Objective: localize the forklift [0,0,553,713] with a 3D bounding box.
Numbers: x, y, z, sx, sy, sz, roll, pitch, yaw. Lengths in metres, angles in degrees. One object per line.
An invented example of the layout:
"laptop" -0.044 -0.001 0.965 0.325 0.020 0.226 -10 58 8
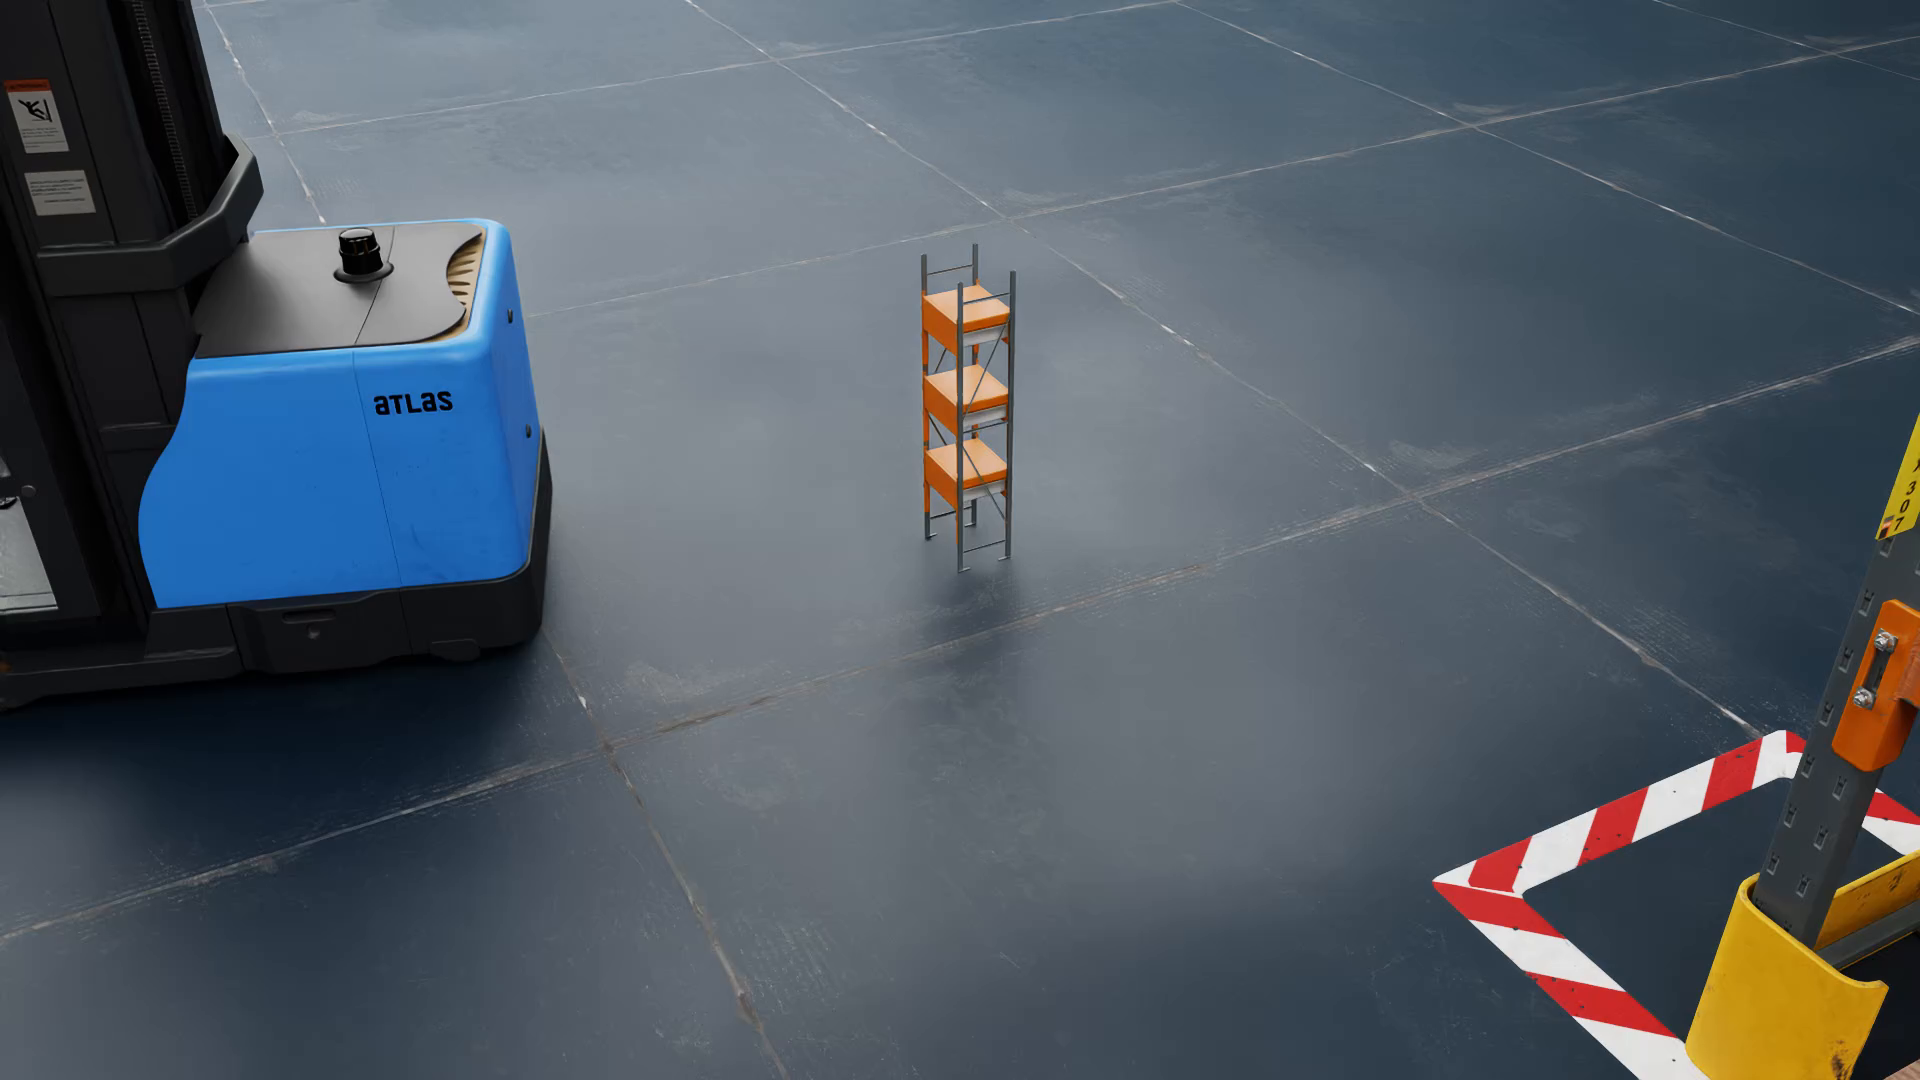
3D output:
"forklift" -2.874 -1.004 4.600 3.031 2.935 1.130 -5 33 -8

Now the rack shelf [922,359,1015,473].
"rack shelf" 0.025 -0.408 5.433 0.215 0.259 0.240 -16 36 -23

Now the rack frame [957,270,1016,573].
"rack frame" 0.082 -0.358 5.336 0.200 1.050 0.008 -16 36 -23

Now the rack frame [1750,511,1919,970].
"rack frame" 2.192 -0.168 3.232 1.000 3.000 0.127 -16 36 -23

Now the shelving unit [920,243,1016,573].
"shelving unit" 0.025 -0.417 5.427 0.215 1.050 0.252 -16 36 -23

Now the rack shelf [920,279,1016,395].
"rack shelf" 0.025 -0.647 5.280 0.215 0.259 0.240 -16 36 -23

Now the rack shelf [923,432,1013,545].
"rack shelf" 0.025 -0.174 5.583 0.215 0.259 0.240 -16 36 -23

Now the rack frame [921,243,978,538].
"rack frame" -0.032 -0.475 5.518 0.200 1.050 0.008 -16 36 -23

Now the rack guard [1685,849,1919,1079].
"rack guard" 2.270 0.909 3.868 1.175 0.500 0.348 -16 36 -23

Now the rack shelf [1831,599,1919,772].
"rack shelf" 3.125 1.089 1.936 1.077 0.370 4.000 -16 36 -23

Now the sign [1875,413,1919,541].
"sign" 1.704 -0.149 2.945 0.100 0.325 0.005 -16 36 -23
